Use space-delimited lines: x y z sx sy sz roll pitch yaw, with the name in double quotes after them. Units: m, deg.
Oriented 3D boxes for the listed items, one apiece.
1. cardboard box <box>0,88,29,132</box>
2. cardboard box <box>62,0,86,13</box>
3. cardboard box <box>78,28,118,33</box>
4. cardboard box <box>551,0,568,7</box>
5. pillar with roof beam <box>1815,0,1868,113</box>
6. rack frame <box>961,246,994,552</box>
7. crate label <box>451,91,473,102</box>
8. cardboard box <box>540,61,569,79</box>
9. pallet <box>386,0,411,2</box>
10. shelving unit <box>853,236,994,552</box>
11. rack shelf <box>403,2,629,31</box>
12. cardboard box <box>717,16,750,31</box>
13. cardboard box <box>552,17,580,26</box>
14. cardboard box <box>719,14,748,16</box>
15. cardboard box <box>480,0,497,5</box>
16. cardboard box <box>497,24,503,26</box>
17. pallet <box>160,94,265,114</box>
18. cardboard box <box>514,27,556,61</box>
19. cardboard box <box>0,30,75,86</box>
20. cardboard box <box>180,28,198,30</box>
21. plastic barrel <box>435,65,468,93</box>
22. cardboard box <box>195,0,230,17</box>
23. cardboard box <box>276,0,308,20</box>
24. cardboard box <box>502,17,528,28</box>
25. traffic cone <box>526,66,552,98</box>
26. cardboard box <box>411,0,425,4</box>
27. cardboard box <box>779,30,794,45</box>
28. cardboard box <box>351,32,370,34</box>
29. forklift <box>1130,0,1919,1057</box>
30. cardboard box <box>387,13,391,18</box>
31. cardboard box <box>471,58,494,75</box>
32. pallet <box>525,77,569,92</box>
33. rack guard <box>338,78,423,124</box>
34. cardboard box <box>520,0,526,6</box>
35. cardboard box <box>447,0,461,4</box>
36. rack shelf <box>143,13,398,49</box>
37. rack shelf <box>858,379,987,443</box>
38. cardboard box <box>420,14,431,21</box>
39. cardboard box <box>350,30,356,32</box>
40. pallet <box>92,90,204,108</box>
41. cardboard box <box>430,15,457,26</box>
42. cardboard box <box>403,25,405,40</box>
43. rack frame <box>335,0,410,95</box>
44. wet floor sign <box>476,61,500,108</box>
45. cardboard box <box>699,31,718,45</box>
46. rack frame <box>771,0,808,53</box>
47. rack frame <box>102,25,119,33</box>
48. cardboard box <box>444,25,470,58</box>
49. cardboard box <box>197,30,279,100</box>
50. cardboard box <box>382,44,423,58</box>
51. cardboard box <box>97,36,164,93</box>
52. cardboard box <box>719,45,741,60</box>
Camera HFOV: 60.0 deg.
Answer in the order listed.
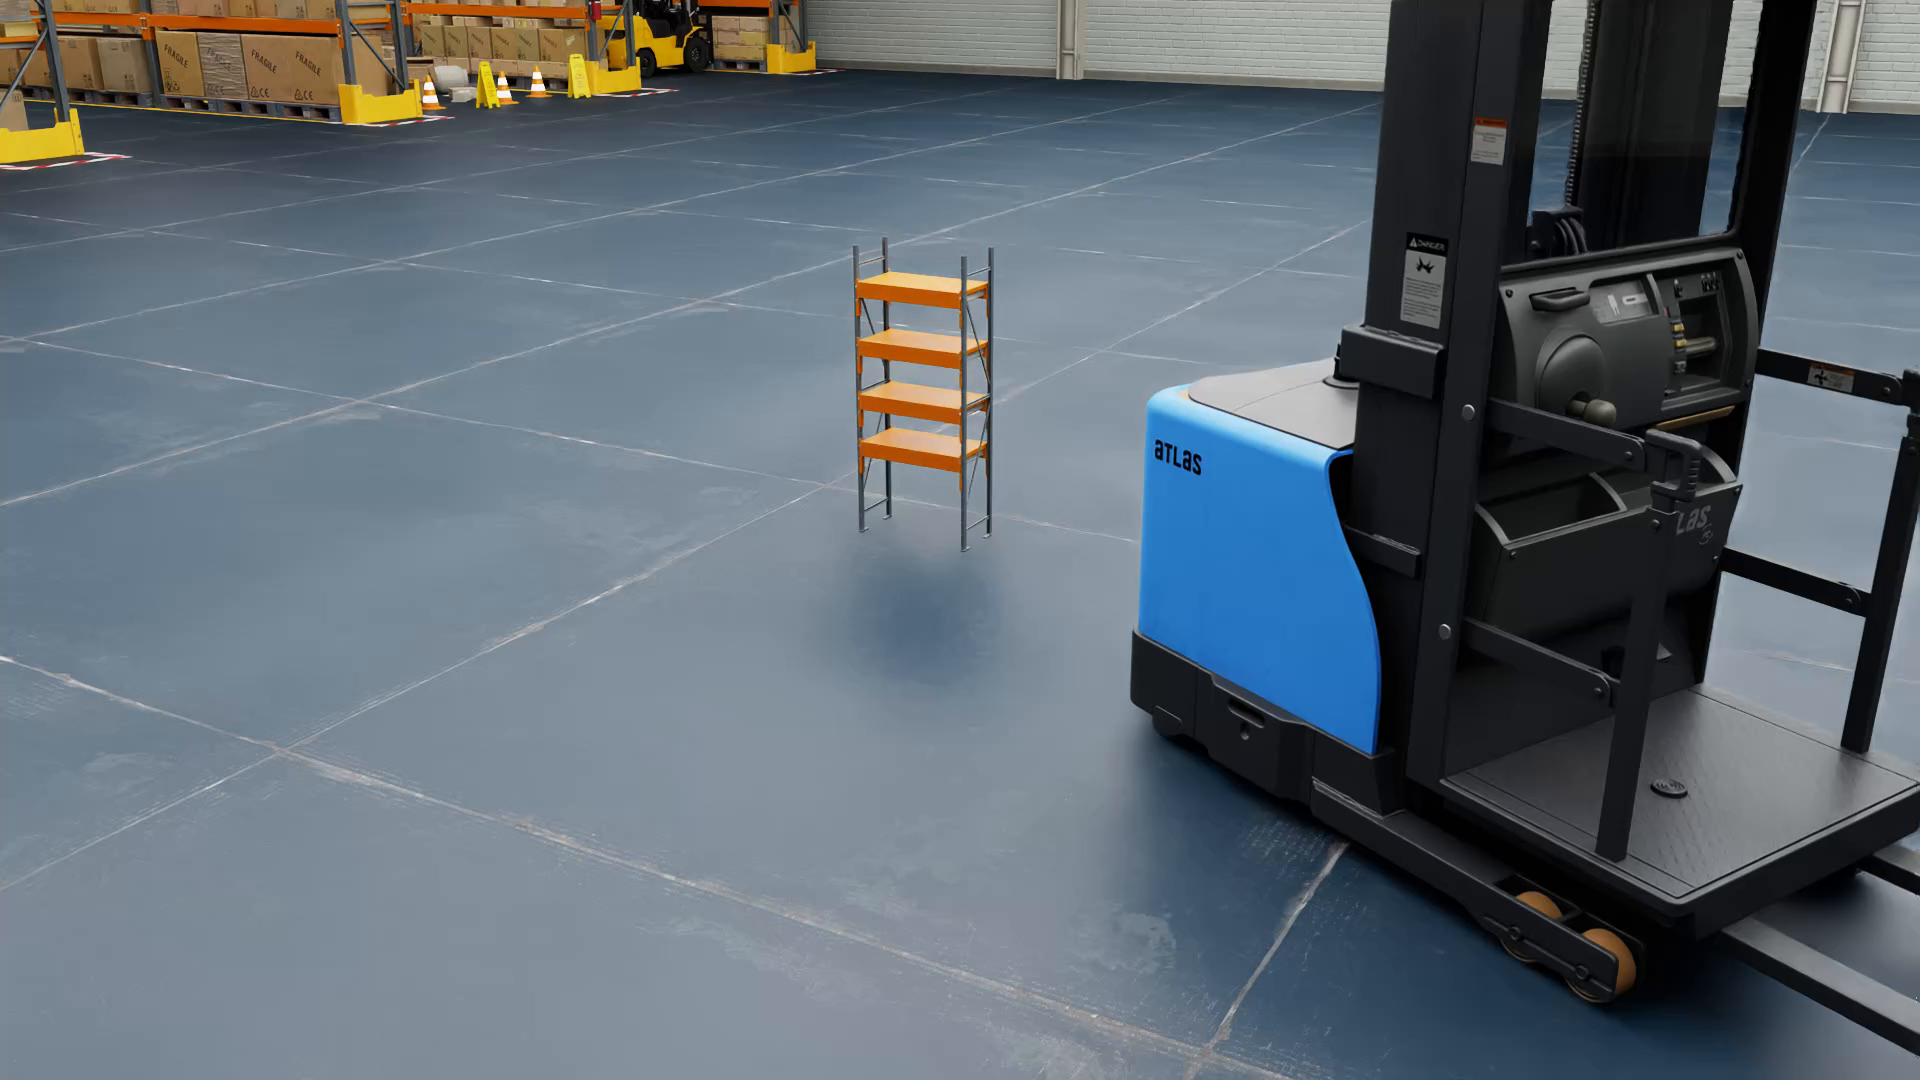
-10.927 -4.817 18.796 0.500 0.500 0.500 16 25 37 "cardboard box"
-12.843 -8.033 24.465 0.500 0.500 0.500 11 23 28 "cardboard box"
-16.529 -9.761 32.517 0.875 0.438 0.875 10 22 27 "cardboard box"
-6.263 -8.526 26.338 0.250 0.149 0.380 10 22 27 "cardboard box"
10.307 -9.044 18.600 0.400 9.000 9.100 11 23 27 "pillar with roof beam"
0.069 -0.551 6.625 0.015 1.200 0.240 11 23 27 "rack frame"
-7.522 -6.703 25.144 0.298 0.136 0.250 0 20 -1 "crate label"
-6.415 -7.599 26.832 0.500 0.250 0.500 11 23 27 "cardboard box"
-9.645 -9.382 28.611 1.213 0.211 1.003 11 23 27 "pallet"
-0.145 -0.592 6.736 0.503 1.200 0.258 11 23 27 "shelving unit"
-7.303 -8.631 27.314 4.000 0.370 1.077 11 23 27 "rack shelf"
-4.142 -9.556 30.761 0.500 0.250 0.500 11 23 28 "cardboard box"
-7.766 -10.076 33.109 0.625 0.625 0.875 11 22 27 "cardboard box"
-4.336 -9.794 31.416 0.500 0.250 0.500 11 22 27 "cardboard box"
-7.584 -8.786 27.057 0.250 0.149 0.380 11 23 27 "cardboard box"
-7.511 -8.372 27.862 0.500 0.500 0.500 12 23 30 "cardboard box"
-10.749 -6.350 24.062 1.213 0.211 1.003 11 23 27 "pallet"
-6.841 -8.035 26.933 0.500 0.500 0.500 12 23 29 "cardboard box"
-14.379 -7.488 25.792 0.750 0.750 1.050 10 22 27 "cardboard box"
-13.880 -9.454 31.030 0.875 0.875 0.875 11 23 28 "cardboard box"
-8.098 -7.318 26.418 0.512 0.421 0.421 -7 21 -20 "plastic barrel"
-10.142 -7.614 23.237 0.550 0.550 0.875 11 23 27 "cardboard box"
-8.719 -7.349 22.507 0.550 0.550 0.875 11 23 27 "cardboard box"
-7.184 -8.382 26.940 0.250 0.149 0.380 12 23 30 "cardboard box"
-6.561 -7.131 25.845 0.334 0.463 0.336 11 23 27 "traffic cone"
-8.930 -9.035 27.743 0.250 0.149 0.380 11 23 27 "cardboard box"
-3.448 -9.394 31.048 0.500 0.250 0.500 11 23 28 "cardboard box"
-9.891 -7.947 26.931 0.500 0.500 0.500 11 23 27 "cardboard box"
1.760 -0.481 3.894 1.130 2.935 3.031 -12 23 -31 "forklift"
-11.822 -11.008 34.911 0.250 0.149 0.380 10 22 25 "cardboard box"
-7.729 -7.855 27.537 0.500 0.250 0.500 10 22 27 "cardboard box"
-6.315 -7.484 27.186 1.213 0.211 1.003 11 23 27 "pallet"
-7.862 -5.967 22.581 0.348 0.500 1.175 11 23 27 "rack guard"
-6.871 -8.693 26.799 0.250 0.149 0.380 11 23 28 "cardboard box"
-8.239 -8.922 27.431 0.250 0.149 0.380 12 23 29 "cardboard box"
-9.629 -7.140 23.205 4.000 0.370 1.077 11 23 27 "rack shelf"
-0.145 -0.528 6.759 0.480 0.148 0.258 11 23 27 "rack shelf"
-10.932 -10.815 34.380 0.250 0.149 0.380 10 22 25 "cardboard box"
-12.833 -10.899 35.563 0.500 0.500 0.500 10 22 27 "cardboard box"
-12.085 -6.606 24.767 1.213 0.211 1.003 11 23 27 "pallet"
-8.586 -8.647 27.668 0.250 0.149 0.380 11 23 28 "cardboard box"
-11.487 -10.646 34.865 0.500 0.500 0.500 12 23 30 "cardboard box"
-7.883 -7.146 22.166 0.127 3.000 1.000 11 23 27 "rack frame"
-6.892 -6.624 24.179 0.232 0.644 0.267 7 21 18 "wet floor sign"
-4.610 -9.408 31.087 0.500 0.250 0.500 10 22 26 "cardboard box"
-3.139 -10.114 30.350 0.127 3.000 1.000 11 23 27 "rack frame"
-16.033 -10.632 31.776 0.127 3.000 1.000 11 23 27 "rack frame"
-8.192 -8.295 27.650 0.500 0.500 0.500 12 23 29 "cardboard box"
-10.071 -6.735 23.534 0.875 0.875 0.875 11 23 28 "cardboard box"
-9.508 -8.350 28.723 0.625 0.372 0.950 11 23 28 "cardboard box"
-11.961 -7.027 24.522 0.750 0.750 1.050 11 23 27 "cardboard box"
-4.133 -9.089 30.939 0.500 0.250 0.500 11 23 27 "cardboard box"
